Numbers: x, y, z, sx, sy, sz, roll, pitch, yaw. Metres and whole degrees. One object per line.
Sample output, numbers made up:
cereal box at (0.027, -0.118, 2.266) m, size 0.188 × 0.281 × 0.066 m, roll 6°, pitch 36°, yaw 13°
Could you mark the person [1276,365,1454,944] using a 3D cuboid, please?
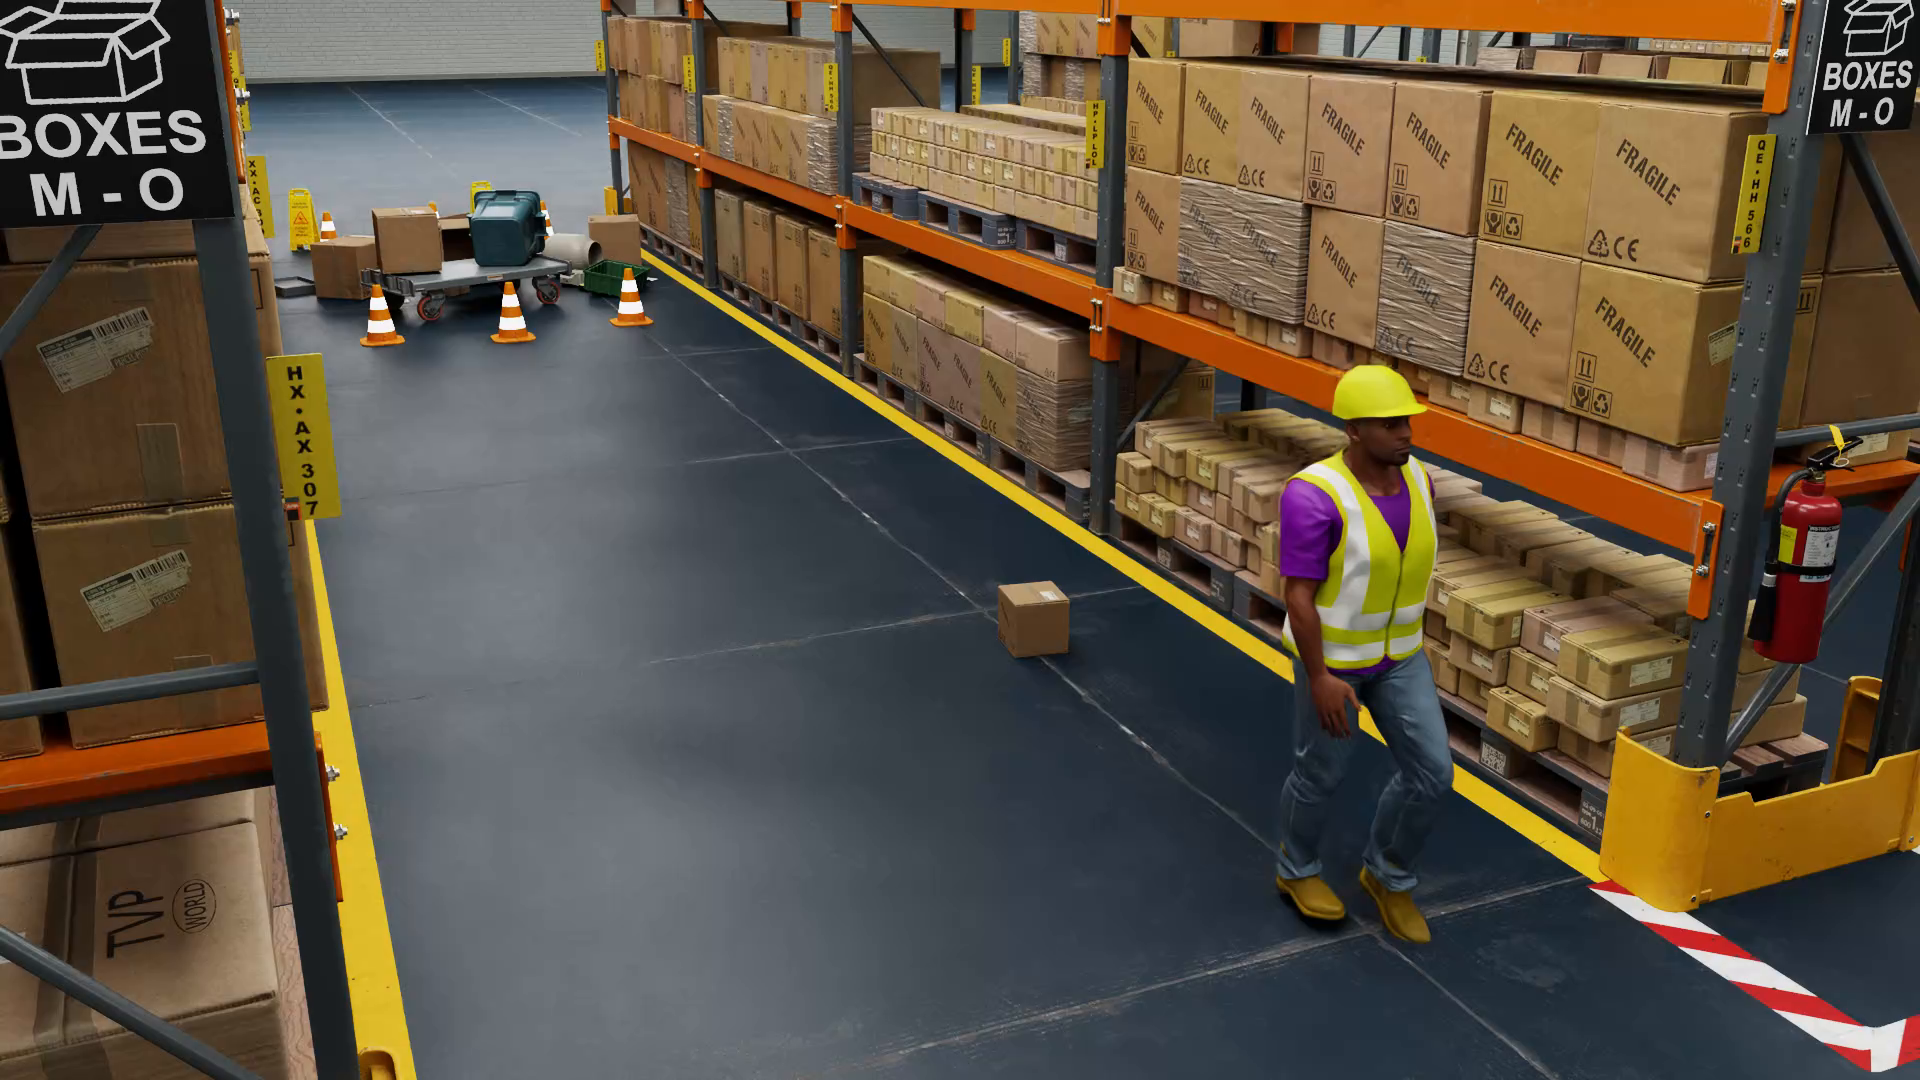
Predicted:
person at (1.186, 0.369, 4.949) m, size 0.584 × 1.810 × 0.529 m, roll -9°, pitch 21°, yaw -24°
